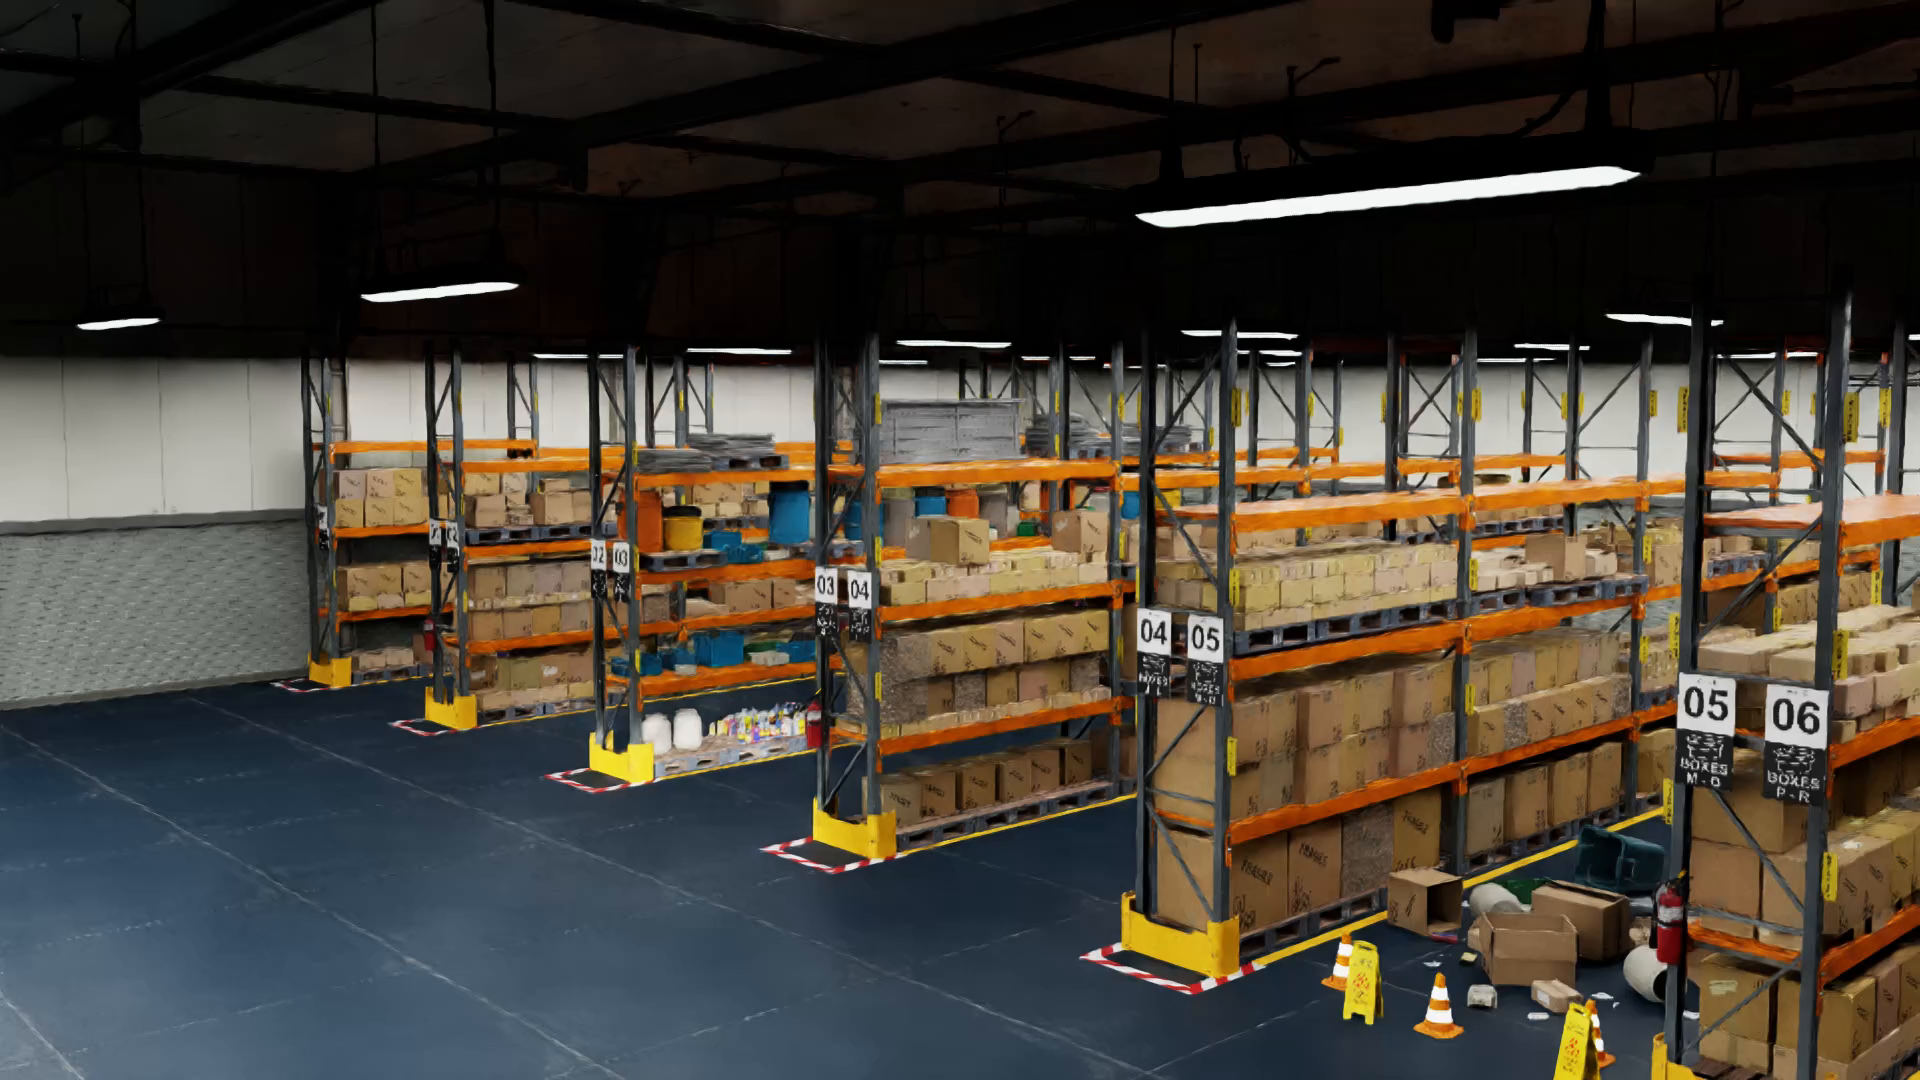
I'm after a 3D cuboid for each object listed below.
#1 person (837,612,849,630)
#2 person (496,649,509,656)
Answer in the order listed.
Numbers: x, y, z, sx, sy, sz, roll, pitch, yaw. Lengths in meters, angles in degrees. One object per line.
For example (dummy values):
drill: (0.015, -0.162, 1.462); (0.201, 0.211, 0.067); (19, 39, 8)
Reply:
person: (-2.401, 1.347, 33.905); (0.412, 1.674, 0.510); (1, 5, 16)
person: (-8.190, 1.757, 29.807); (0.665, 1.572, 0.794); (3, 6, 28)
